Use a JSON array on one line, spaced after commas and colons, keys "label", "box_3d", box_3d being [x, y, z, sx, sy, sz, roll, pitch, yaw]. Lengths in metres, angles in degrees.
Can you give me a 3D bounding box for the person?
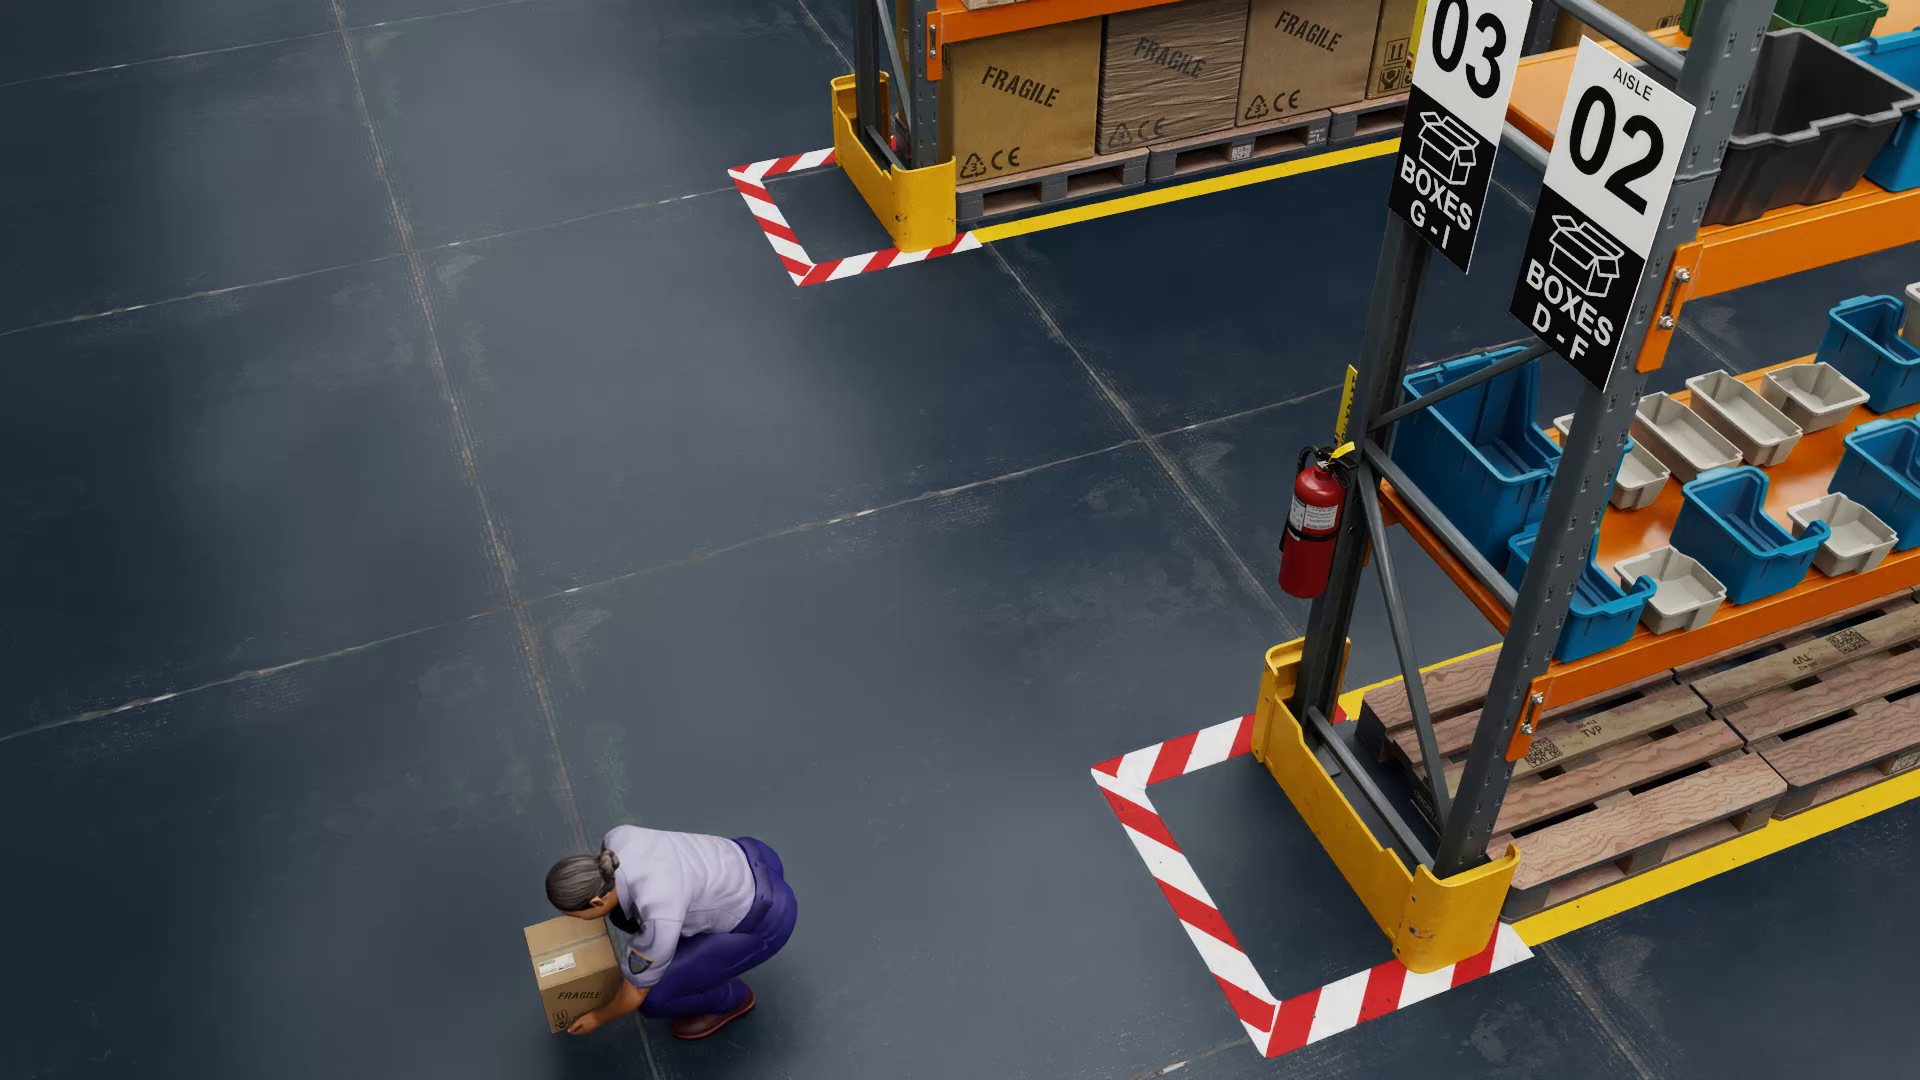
[{"label": "person", "box_3d": [-0.934, 1.222, 5.364, 0.810, 0.923, 0.532, -15, 44, -16]}]
